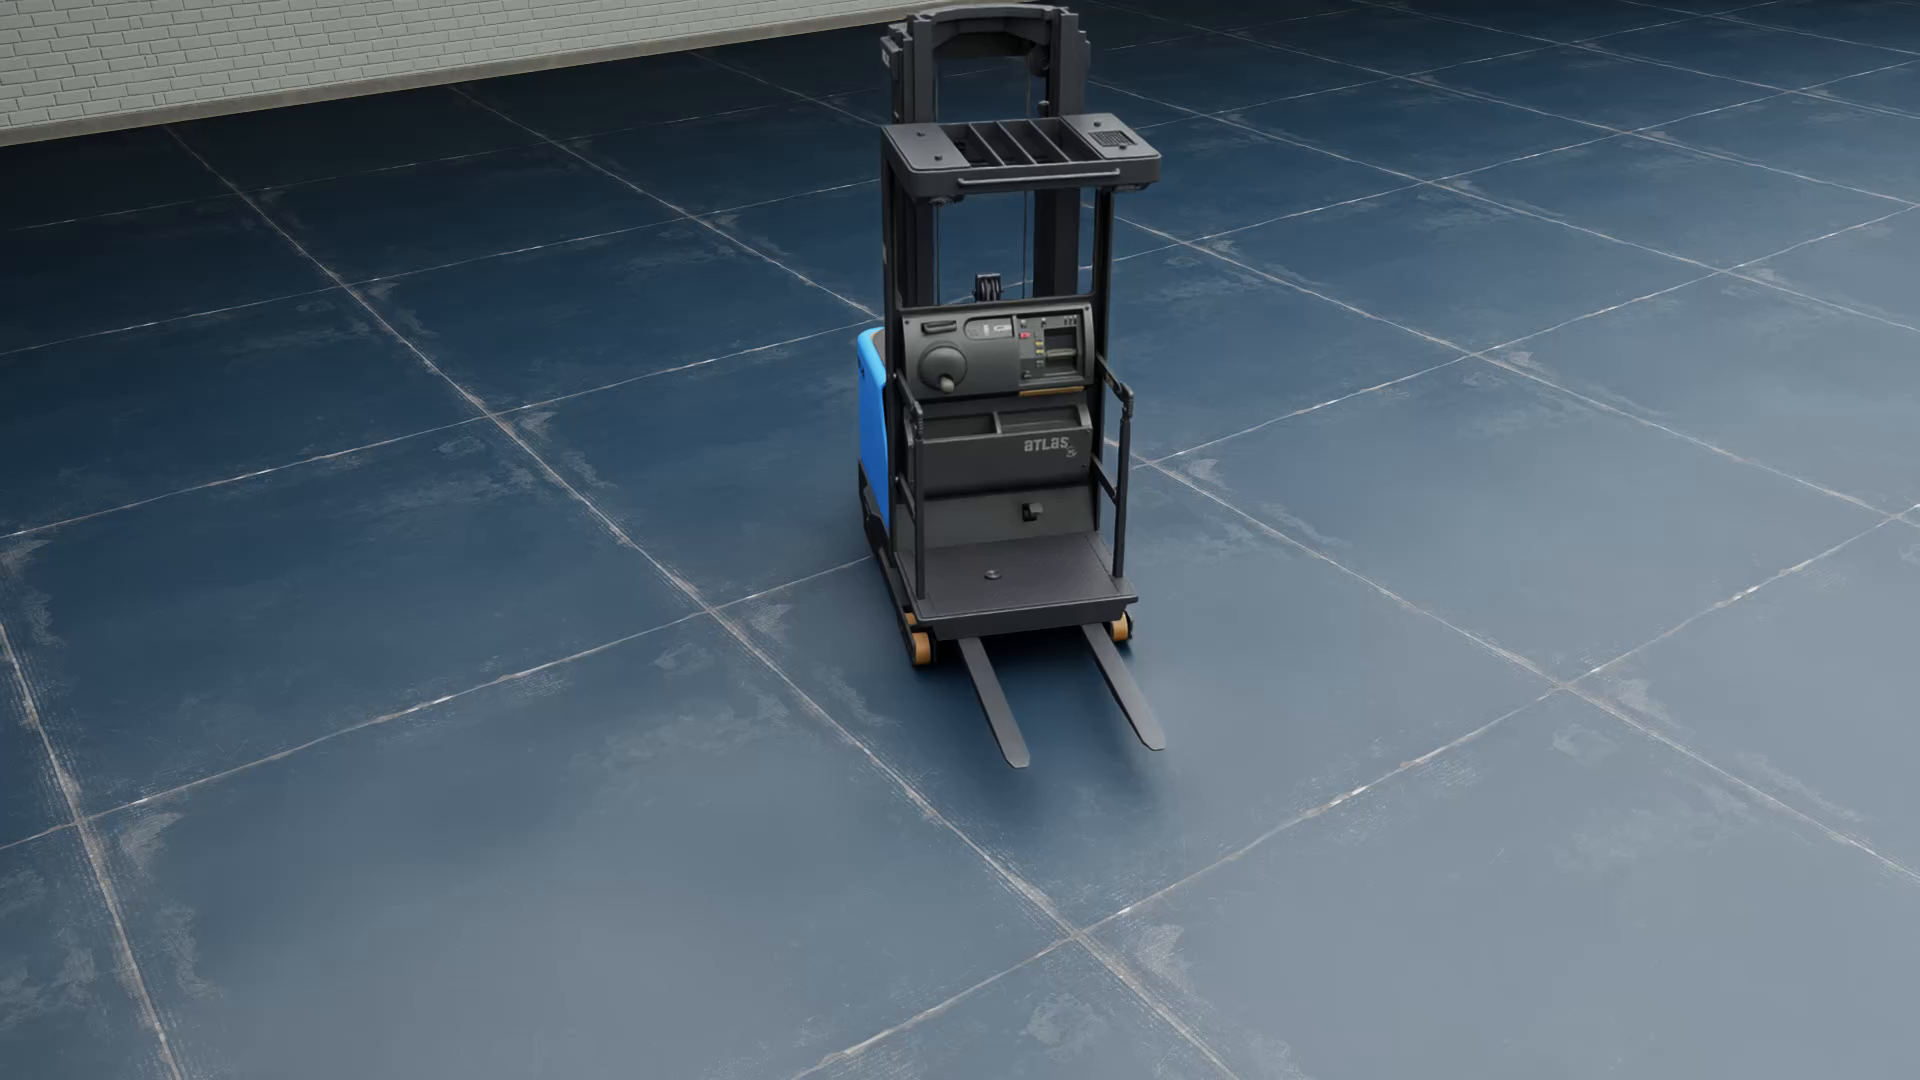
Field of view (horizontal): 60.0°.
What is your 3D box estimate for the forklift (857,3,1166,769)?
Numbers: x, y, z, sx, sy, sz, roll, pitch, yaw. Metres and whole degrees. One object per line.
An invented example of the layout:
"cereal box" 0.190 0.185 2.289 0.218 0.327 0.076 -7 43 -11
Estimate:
"forklift" 0.235 -0.870 7.781 1.130 2.935 3.031 -6 29 -11
